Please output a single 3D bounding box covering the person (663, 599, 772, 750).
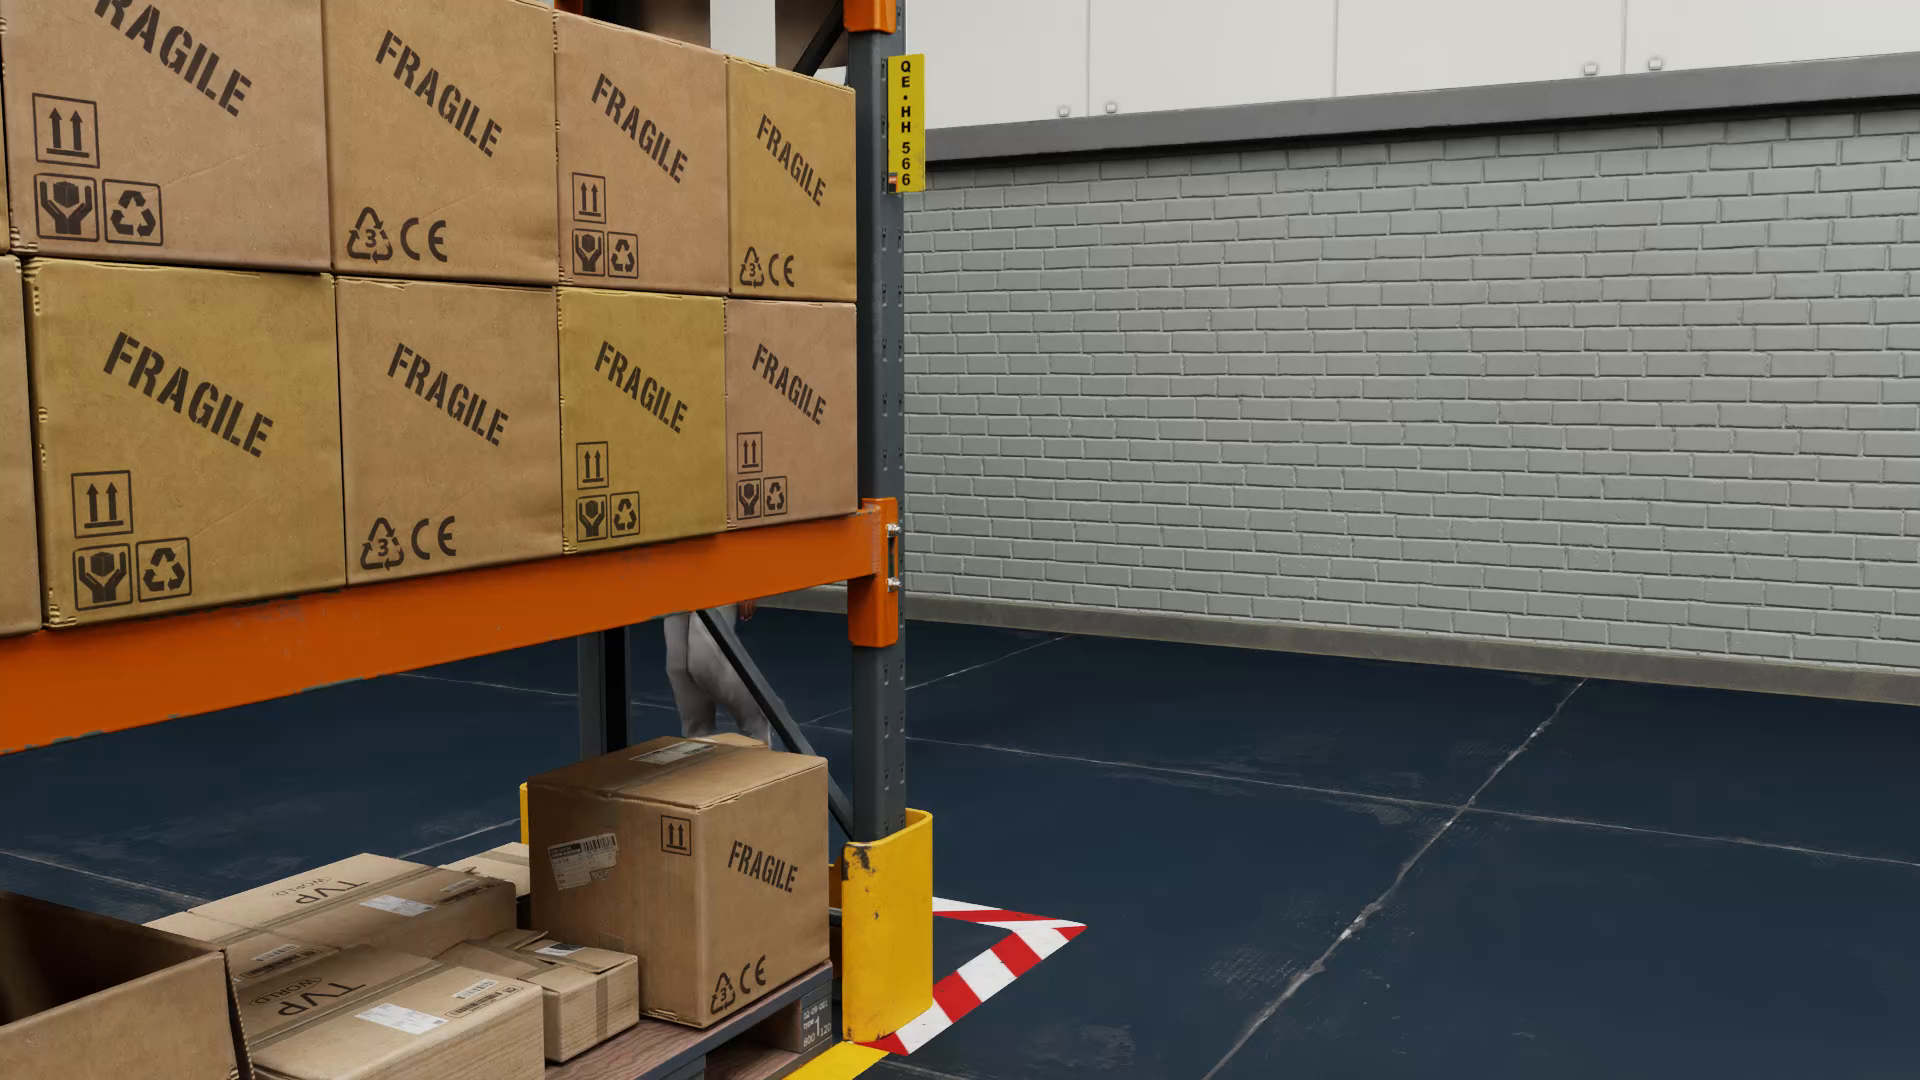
[{"bbox_3d":[-0.974,0.111,6.422,0.478,1.685,0.454,5,8,37],"label":"person"}]
